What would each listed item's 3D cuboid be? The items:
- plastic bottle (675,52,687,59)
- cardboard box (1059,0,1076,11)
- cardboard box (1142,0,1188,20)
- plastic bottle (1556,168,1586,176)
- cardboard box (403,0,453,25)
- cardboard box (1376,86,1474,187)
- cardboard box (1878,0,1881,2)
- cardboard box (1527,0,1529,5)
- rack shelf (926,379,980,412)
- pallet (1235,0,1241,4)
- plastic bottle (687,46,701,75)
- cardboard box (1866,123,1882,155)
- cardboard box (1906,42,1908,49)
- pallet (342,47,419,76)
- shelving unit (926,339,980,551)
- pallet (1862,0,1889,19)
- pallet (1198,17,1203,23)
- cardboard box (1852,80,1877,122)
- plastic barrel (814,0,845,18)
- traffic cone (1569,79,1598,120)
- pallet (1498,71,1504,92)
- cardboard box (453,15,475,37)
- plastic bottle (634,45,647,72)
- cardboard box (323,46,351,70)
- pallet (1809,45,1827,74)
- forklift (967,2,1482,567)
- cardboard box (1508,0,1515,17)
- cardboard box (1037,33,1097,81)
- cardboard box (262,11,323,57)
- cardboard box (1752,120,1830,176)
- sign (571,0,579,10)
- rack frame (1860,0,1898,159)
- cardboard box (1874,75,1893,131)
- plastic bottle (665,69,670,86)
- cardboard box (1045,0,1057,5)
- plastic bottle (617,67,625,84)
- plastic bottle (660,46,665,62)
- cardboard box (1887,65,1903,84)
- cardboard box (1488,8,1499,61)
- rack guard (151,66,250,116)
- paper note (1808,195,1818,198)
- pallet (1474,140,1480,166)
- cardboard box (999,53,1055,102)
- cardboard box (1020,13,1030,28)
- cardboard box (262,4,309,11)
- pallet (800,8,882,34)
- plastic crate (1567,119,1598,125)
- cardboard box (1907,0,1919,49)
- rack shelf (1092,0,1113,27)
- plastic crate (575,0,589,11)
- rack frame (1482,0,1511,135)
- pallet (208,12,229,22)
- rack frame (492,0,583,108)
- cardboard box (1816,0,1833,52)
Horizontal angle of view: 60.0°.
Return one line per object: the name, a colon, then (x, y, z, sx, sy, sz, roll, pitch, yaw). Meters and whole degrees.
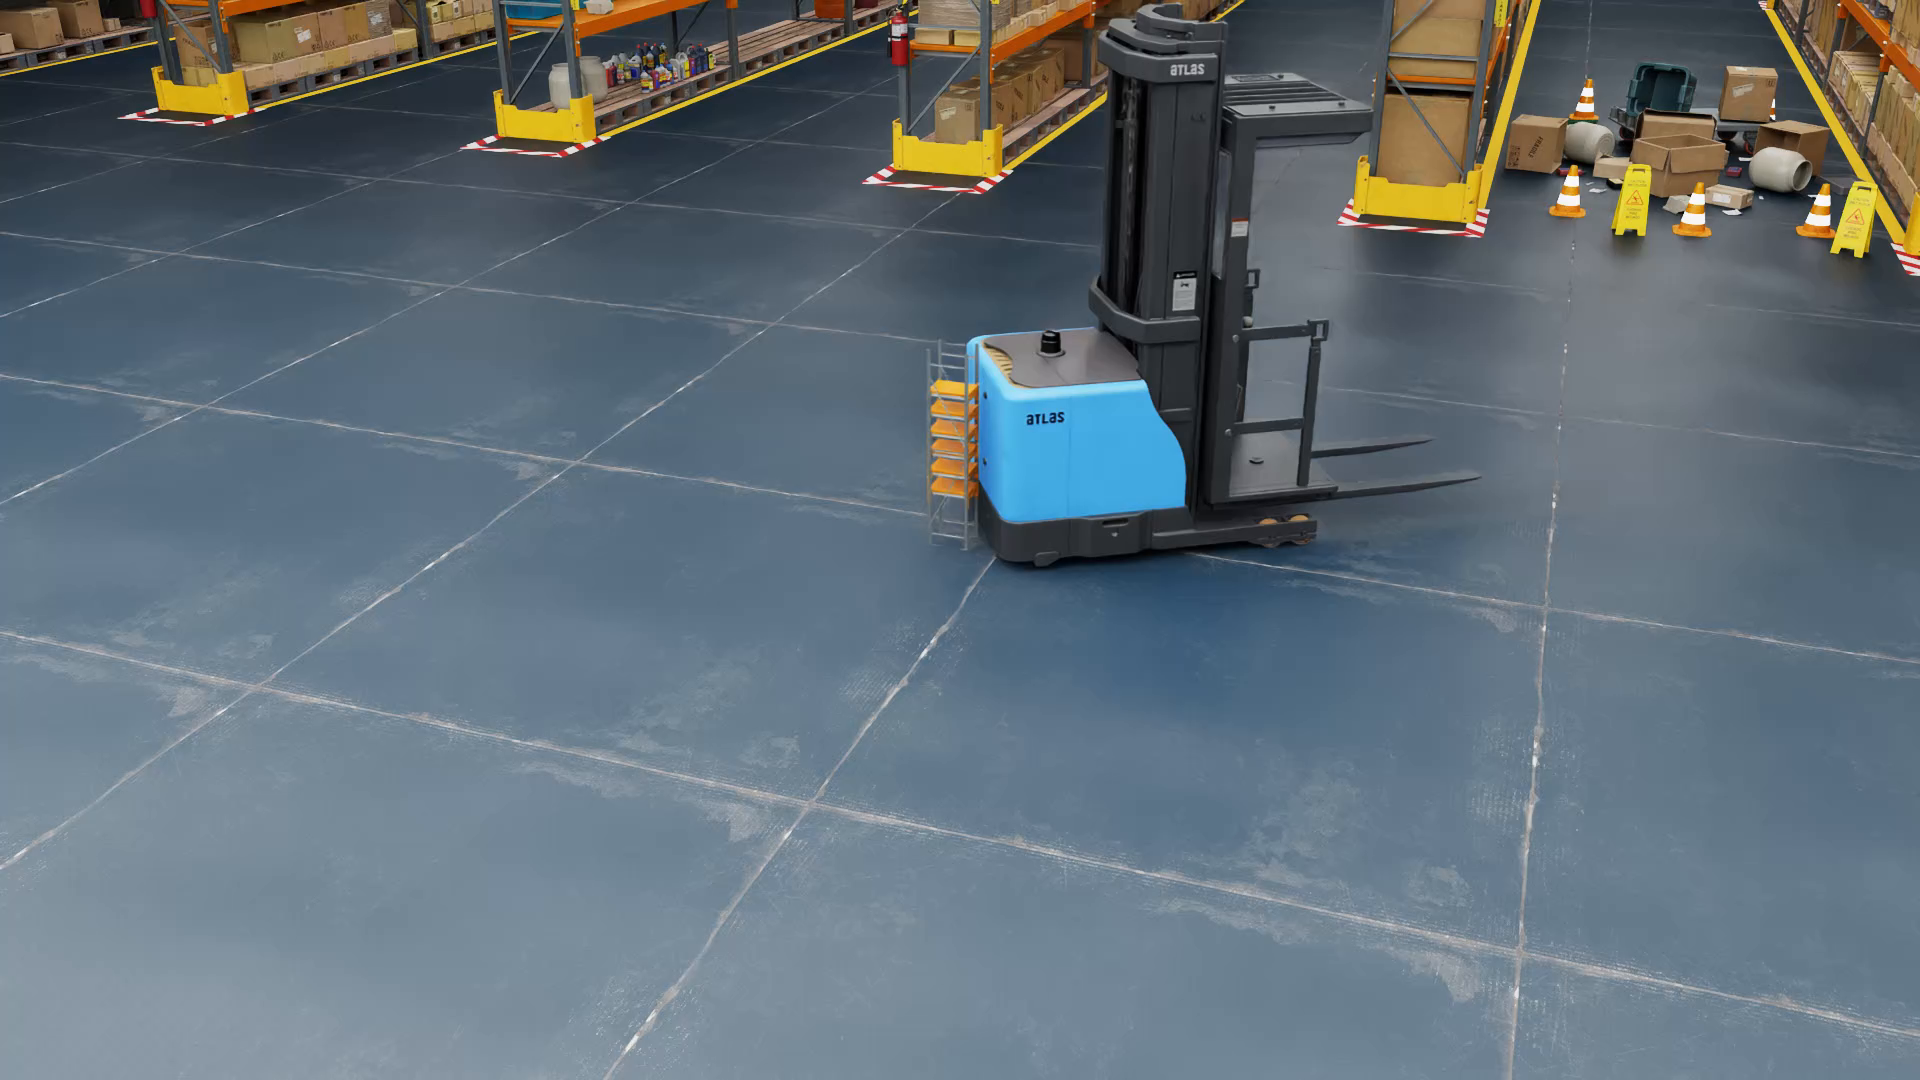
plastic bottle: (-3.654, -6.293, 21.926, 0.152, 0.276, 0.135, 9, 27, 17)
cardboard box: (1.167, -6.419, 19.853, 0.380, 0.149, 0.250, 9, 27, 17)
cardboard box: (2.752, -8.134, 25.064, 1.225, 0.875, 0.875, 7, 27, 15)
plastic bottle: (6.558, -3.947, 17.833, 0.283, 0.061, 0.133, 0, 26, -1)
cardboard box: (-7.797, -7.753, 24.350, 0.500, 0.311, 0.500, 9, 27, 18)
cardboard box: (4.647, -4.093, 16.719, 0.875, 0.875, 0.875, 9, 27, 18)
cardboard box: (10.665, -6.190, 18.898, 0.380, 0.149, 0.250, 9, 27, 18)
cardboard box: (8.900, -8.646, 26.614, 0.380, 0.149, 0.250, 10, 28, 20)
rack shelf: (-0.039, -0.814, 9.331, 0.258, 0.103, 0.180, 9, 27, 17)
pallet: (4.565, -9.814, 29.777, 1.003, 0.211, 1.213, 9, 27, 17)
plastic bottle: (-3.506, -6.316, 21.887, 0.144, 0.351, 0.185, 7, 27, 15)
cardboard box: (10.066, -4.288, 17.838, 0.500, 0.250, 0.500, 7, 27, 15)
cardboard box: (10.014, -5.119, 17.169, 0.380, 0.149, 0.250, 9, 27, 17)
pallet: (-8.473, -6.839, 23.634, 1.003, 0.211, 1.213, 9, 27, 17)
shelving unit: (-0.039, -0.530, 9.468, 0.258, 1.200, 0.189, 9, 27, 17)
pallet: (11.228, -6.278, 19.494, 1.003, 0.211, 1.213, 9, 27, 17)
pallet: (3.244, -8.179, 26.399, 1.003, 0.211, 1.213, 9, 27, 17)
cardboard box: (10.925, -5.058, 19.288, 0.950, 0.372, 0.625, 11, 28, 21)
plastic barrel: (-2.022, -8.755, 26.398, 0.600, 0.830, 0.708, 9, 27, 17)
traffic cone: (7.685, -5.407, 20.386, 0.336, 0.463, 0.334, 9, 27, 17)
pallet: (6.813, -6.292, 22.503, 1.003, 0.211, 1.213, 9, 27, 17)
cardboard box: (-7.630, -7.706, 24.898, 0.500, 0.250, 0.500, 9, 27, 19)
plastic bottle: (-4.222, -6.352, 21.962, 0.144, 0.351, 0.185, 8, 27, 15)
cardboard box: (-8.611, -6.527, 22.462, 0.500, 0.250, 0.500, 9, 27, 17)
pallet: (12.589, -6.741, 23.431, 1.003, 0.211, 1.213, 9, 27, 17)
forklift: (1.599, -1.492, 9.468, 3.031, 2.935, 1.130, -6, 26, -12)
cardboard box: (6.244, -6.438, 19.491, 0.500, 0.500, 0.500, 9, 27, 18)
cardboard box: (1.396, -6.299, 21.682, 0.700, 0.500, 0.500, 7, 27, 13)
cardboard box: (-8.793, -6.662, 21.879, 0.500, 0.500, 0.500, 9, 27, 17)
cardboard box: (8.877, -4.173, 17.792, 0.500, 0.500, 0.500, -14, 29, -27)
sign: (-4.313, -6.095, 18.578, 0.100, 0.325, 0.005, 9, 27, 17)
rack frame: (10.517, -5.540, 17.750, 1.000, 3.000, 0.127, 9, 27, 17)
cardboard box: (10.066, -4.626, 17.674, 0.500, 0.500, 0.500, 10, 28, 20)
plastic bottle: (-3.753, -5.913, 21.226, 0.097, 0.201, 0.097, 0, 26, 0)
cardboard box: (0.692, -6.560, 19.400, 0.875, 0.500, 0.500, 9, 27, 17)
plastic bottle: (-4.353, -5.955, 21.313, 0.097, 0.201, 0.097, 0, 26, 0)
plastic bottle: (-4.000, -6.451, 22.245, 0.061, 0.283, 0.133, 9, 27, 17)
cardboard box: (9.967, -4.875, 17.445, 0.380, 0.149, 0.250, 9, 27, 18)
cardboard box: (5.032, -5.240, 16.959, 0.875, 0.550, 0.550, 9, 27, 17)
rack guard: (-9.508, -5.636, 20.818, 1.175, 0.500, 0.348, 9, 27, 17)
paper note: (8.751, -3.510, 16.963, 0.142, 0.019, 0.148, 0, 26, -1)
pallet: (5.084, -4.157, 18.094, 1.003, 0.211, 1.213, 9, 27, 17)
cardboard box: (0.817, -5.646, 20.355, 0.500, 0.500, 0.500, 19, 32, 34)
cardboard box: (0.570, -5.817, 18.611, 0.380, 0.149, 0.250, 9, 27, 17)
cardboard box: (-9.116, -6.942, 22.459, 0.500, 0.500, 0.500, 9, 27, 17)
pallet: (-1.945, -8.414, 26.886, 1.003, 0.211, 1.213, 9, 27, 17)
plastic crate: (6.993, -4.715, 19.207, 0.662, 0.188, 0.450, -20, 23, -36)
cardboard box: (9.783, -5.164, 16.518, 0.500, 0.500, 0.500, 9, 27, 17)
rack shelf: (1.837, -7.475, 22.572, 1.077, 0.370, 4.000, 9, 27, 17)
plastic crate: (-4.725, -6.500, 19.903, 0.499, 0.251, 0.408, 9, 27, 17)
rack frame: (5.815, -6.216, 19.147, 1.000, 3.000, 0.127, 9, 27, 17)
pallet: (-12.180, -8.700, 27.477, 1.003, 0.211, 1.213, 9, 27, 17)
rack frame: (-4.830, -6.052, 18.807, 1.000, 3.000, 0.127, 9, 27, 17)
cardboard box: (12.755, -7.422, 23.592, 0.875, 0.875, 0.875, 10, 27, 19)
